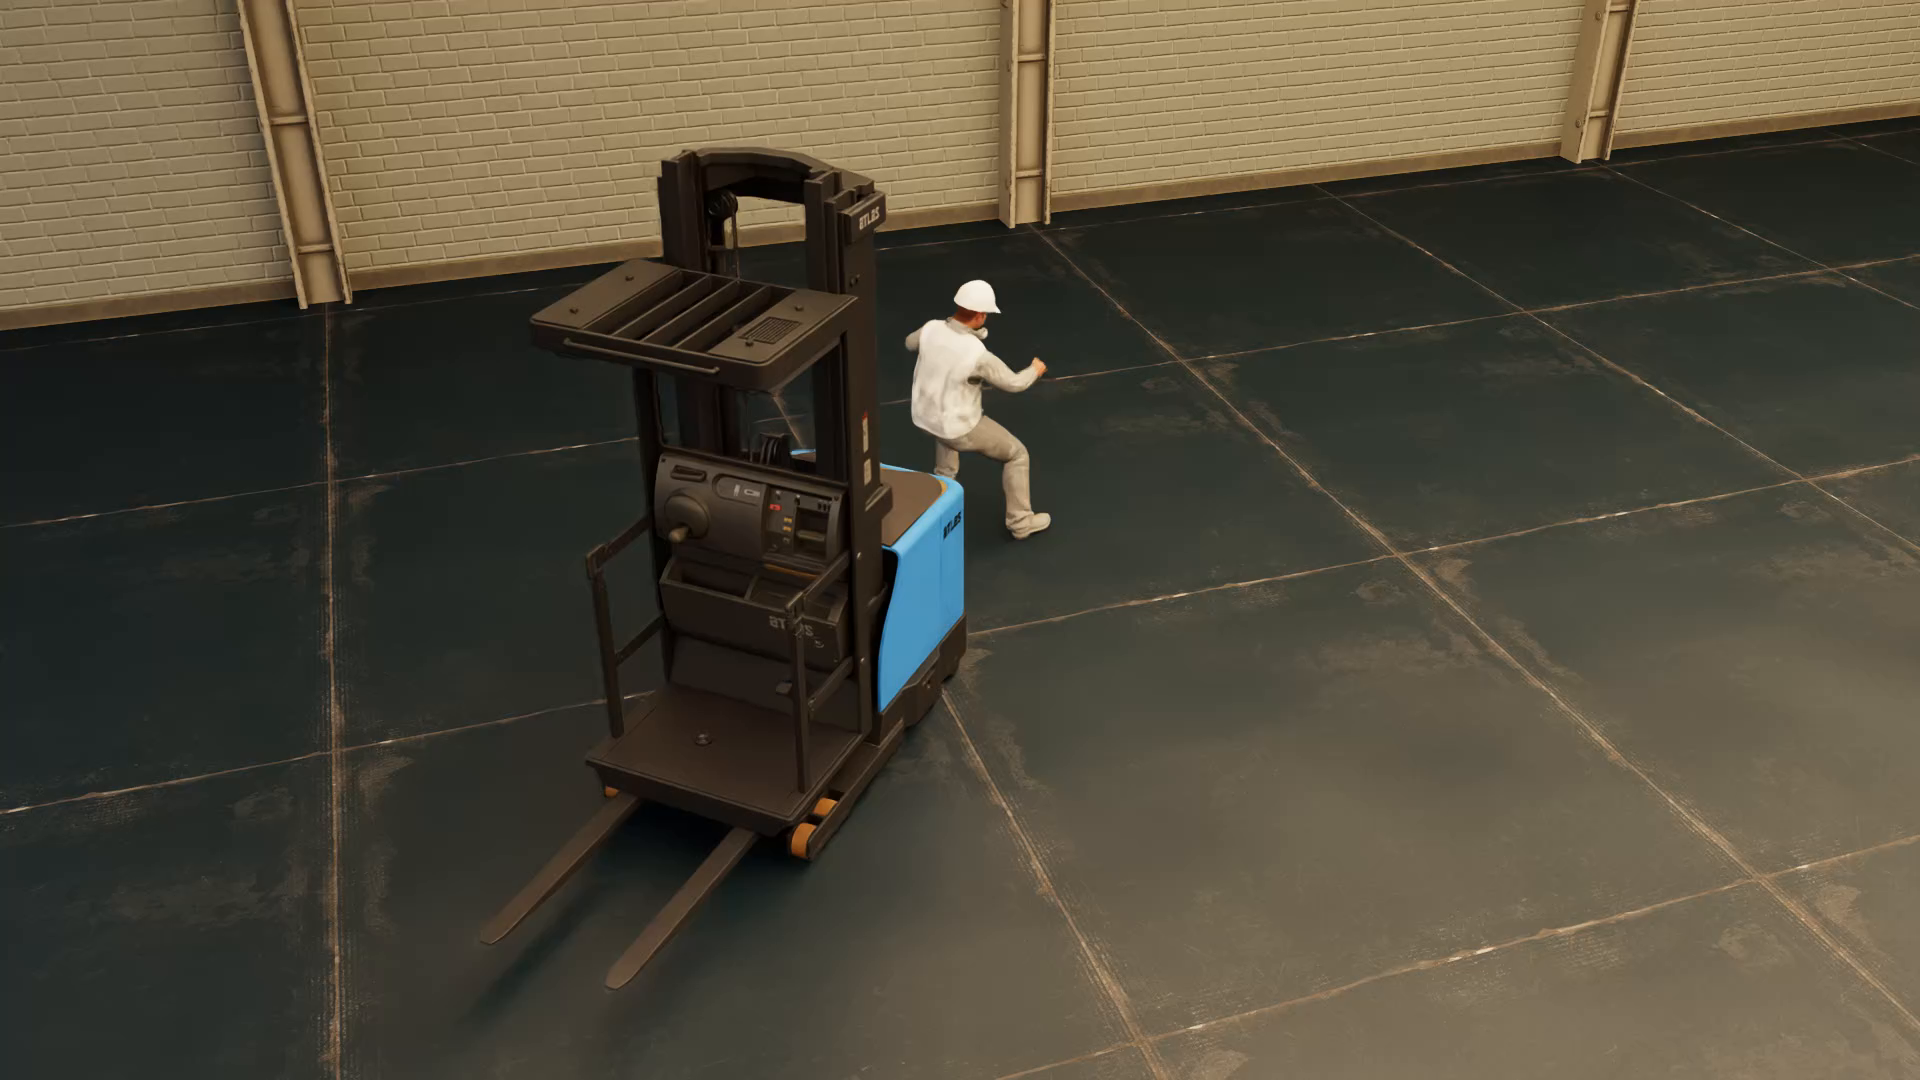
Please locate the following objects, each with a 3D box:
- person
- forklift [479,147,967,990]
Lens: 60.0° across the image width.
[{"bbox_3d":[0.090,-0.849,9.934,0.953,1.568,0.782,24,38,35],"label":"person"},{"bbox_3d":[-1.031,-0.072,7.211,1.130,2.935,3.031,13,32,21],"label":"forklift"}]
